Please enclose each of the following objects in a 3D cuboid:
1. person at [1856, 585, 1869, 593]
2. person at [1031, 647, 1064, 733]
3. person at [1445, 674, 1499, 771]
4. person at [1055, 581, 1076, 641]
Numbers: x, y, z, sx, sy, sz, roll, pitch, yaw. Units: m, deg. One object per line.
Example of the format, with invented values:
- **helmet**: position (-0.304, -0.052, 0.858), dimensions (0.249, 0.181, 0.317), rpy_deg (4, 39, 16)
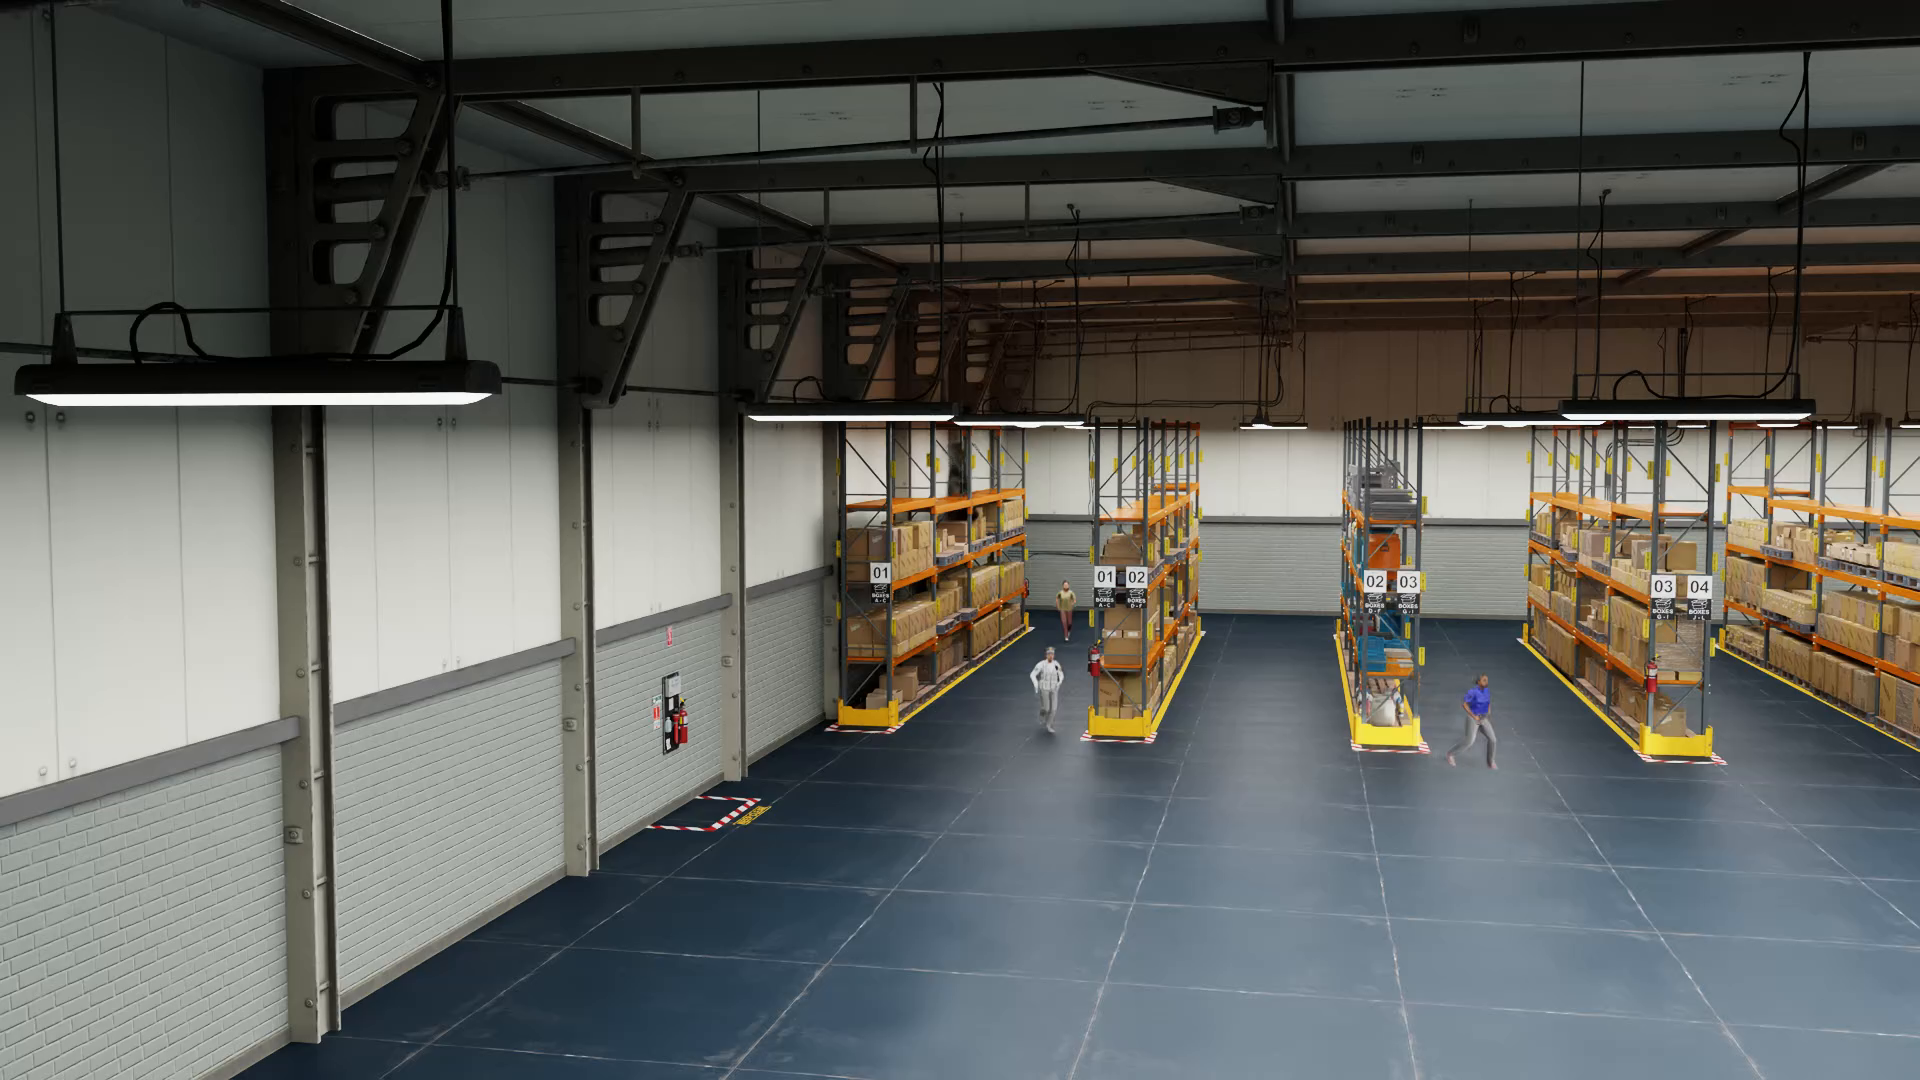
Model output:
- **person**: position (25.034, 1.890, 46.227), dimensions (0.650, 1.696, 0.586), rpy_deg (-1, 4, -9)
- **person**: position (1.683, 2.845, 31.789), dimensions (0.639, 1.636, 0.587), rpy_deg (-1, 4, -16)
- **person**: position (8.762, 3.097, 28.299), dimensions (0.822, 1.656, 0.707), rpy_deg (-2, 4, -33)
- **person**: position (2.907, 1.939, 45.700), dimensions (0.579, 1.632, 0.694), rpy_deg (0, 4, 3)
